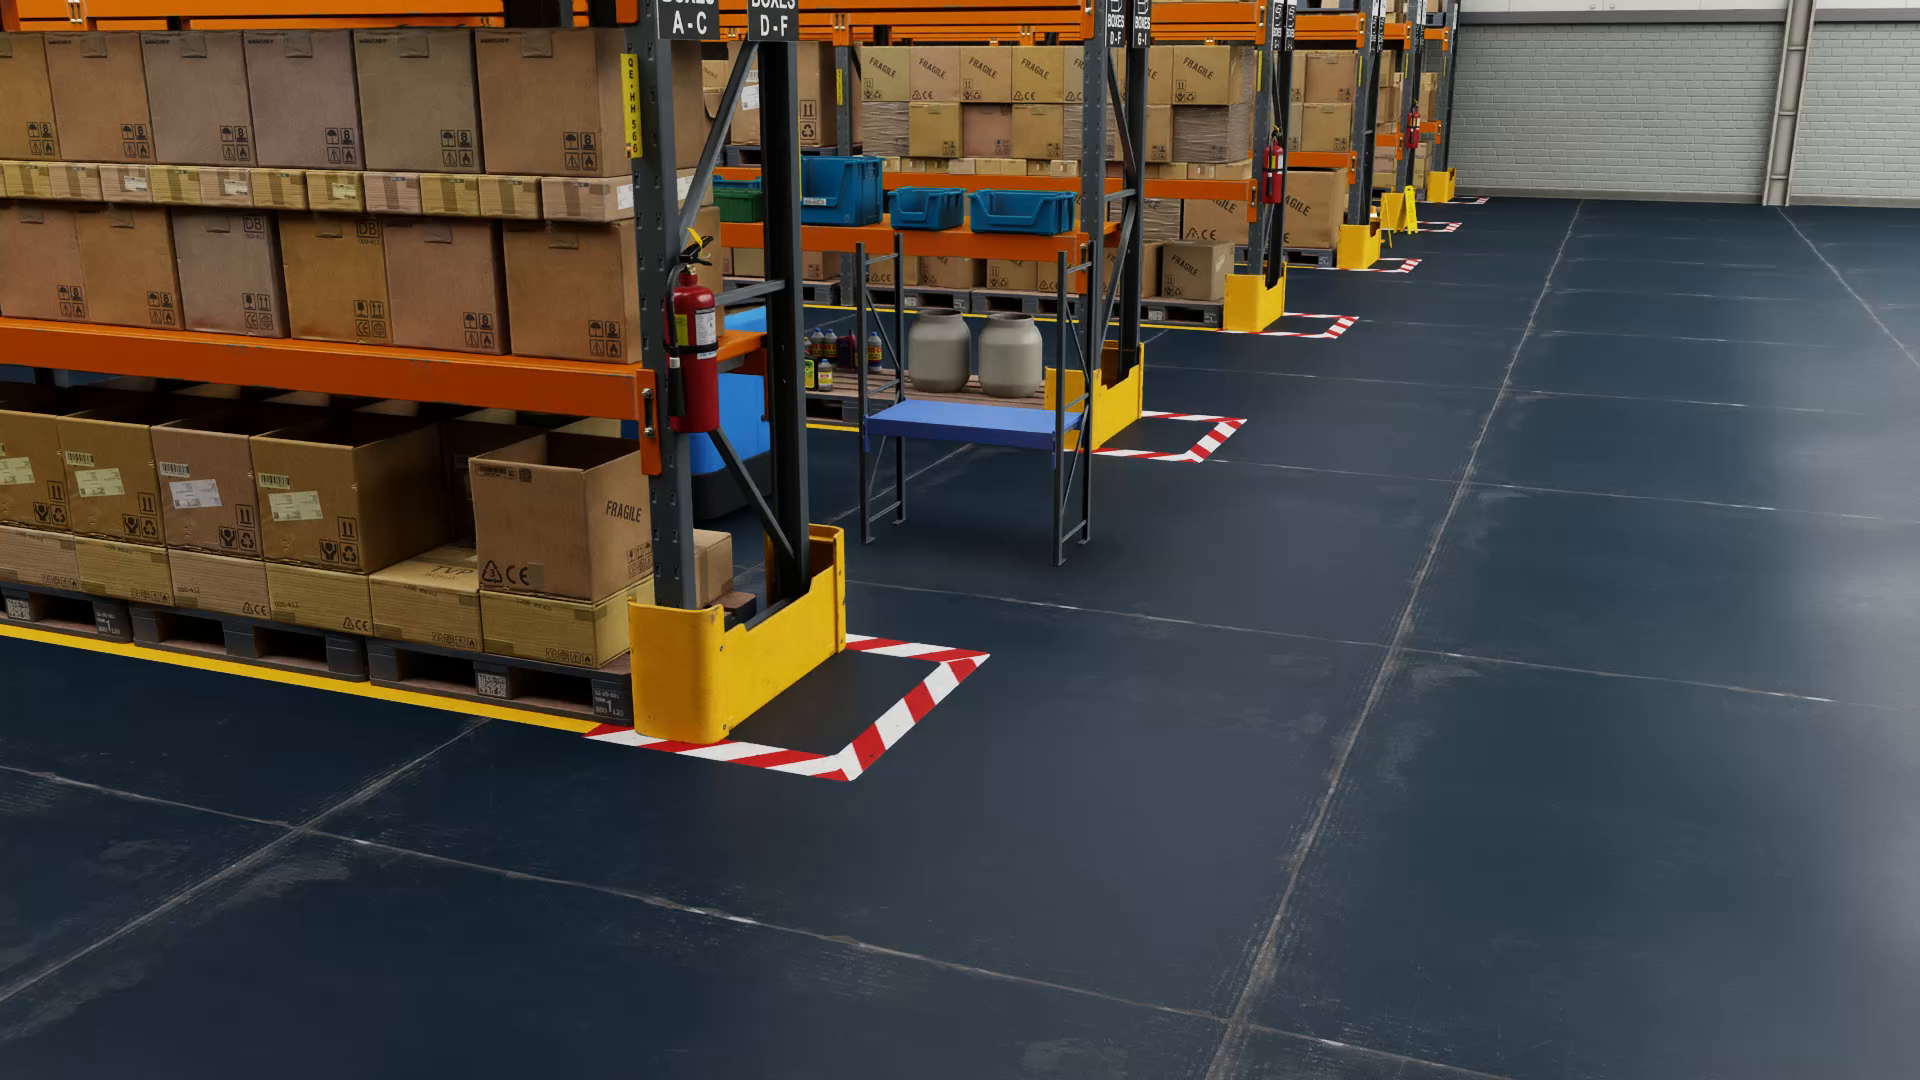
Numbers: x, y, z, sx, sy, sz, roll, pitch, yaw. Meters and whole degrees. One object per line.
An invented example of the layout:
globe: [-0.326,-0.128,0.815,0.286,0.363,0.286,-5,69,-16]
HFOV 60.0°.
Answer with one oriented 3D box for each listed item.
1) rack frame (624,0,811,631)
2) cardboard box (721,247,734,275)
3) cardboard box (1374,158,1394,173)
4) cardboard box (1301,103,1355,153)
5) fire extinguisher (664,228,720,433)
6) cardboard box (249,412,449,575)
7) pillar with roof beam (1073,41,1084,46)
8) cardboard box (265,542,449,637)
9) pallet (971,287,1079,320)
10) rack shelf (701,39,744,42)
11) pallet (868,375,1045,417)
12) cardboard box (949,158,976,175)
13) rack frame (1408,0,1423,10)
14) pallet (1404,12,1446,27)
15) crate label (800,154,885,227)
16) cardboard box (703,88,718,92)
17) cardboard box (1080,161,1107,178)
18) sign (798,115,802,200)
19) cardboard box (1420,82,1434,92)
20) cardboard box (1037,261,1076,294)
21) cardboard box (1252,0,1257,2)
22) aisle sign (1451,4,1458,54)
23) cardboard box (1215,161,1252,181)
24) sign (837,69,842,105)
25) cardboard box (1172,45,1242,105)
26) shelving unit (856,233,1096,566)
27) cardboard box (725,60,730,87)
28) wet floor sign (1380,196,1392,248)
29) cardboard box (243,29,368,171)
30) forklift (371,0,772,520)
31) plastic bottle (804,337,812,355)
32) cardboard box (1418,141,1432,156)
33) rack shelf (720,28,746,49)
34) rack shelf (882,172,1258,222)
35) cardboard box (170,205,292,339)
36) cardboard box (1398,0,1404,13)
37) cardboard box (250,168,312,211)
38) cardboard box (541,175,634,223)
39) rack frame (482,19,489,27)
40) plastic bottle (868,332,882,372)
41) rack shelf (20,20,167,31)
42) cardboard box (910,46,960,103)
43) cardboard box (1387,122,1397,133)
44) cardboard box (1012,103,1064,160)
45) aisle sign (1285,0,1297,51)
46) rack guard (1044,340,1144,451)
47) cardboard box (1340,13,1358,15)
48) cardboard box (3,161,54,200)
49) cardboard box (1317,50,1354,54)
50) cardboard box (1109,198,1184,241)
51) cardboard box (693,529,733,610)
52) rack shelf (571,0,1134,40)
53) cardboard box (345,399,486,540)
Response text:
rack frame: [-0.851,-0.877,6.070,0.127,3.000,1.000,6,17,21]
cardboard box: [-2.454,-3.045,17.233,0.500,0.500,0.700,5,17,16]
cardboard box: [7.211,-6.448,28.542,0.500,0.250,0.500,6,17,20]
cardboard box: [4.339,-4.820,19.384,0.550,0.550,0.875,6,17,21]
fire extinguisher: [-0.912,-0.708,5.625,0.183,0.674,0.296,6,17,21]
cardboard box: [-2.395,-0.195,6.553,0.500,0.500,0.500,6,17,21]
pillar with roof beam: [0.763,-9.987,26.690,0.400,9.000,9.100,6,17,21]
cardboard box: [-2.394,0.165,6.660,0.500,0.250,0.500,6,17,21]
pallet: [0.843,-2.332,16.084,1.213,0.211,1.003,6,17,21]
rack shelf: [-4.782,-9.831,32.823,4.000,0.370,1.077,6,17,21]
pallet: [0.128,-0.902,11.159,1.213,0.211,1.003,6,17,21]
cardboard box: [0.080,-3.528,15.652,0.250,0.149,0.380,6,17,21]
rack frame: [6.423,-8.897,22.936,0.127,3.000,1.000,6,17,21]
pallet: [7.593,-8.781,28.074,1.213,0.211,1.003,6,17,21]
crate label: [-0.842,-2.297,10.896,0.616,0.435,0.502,6,17,21]
cardboard box: [-3.365,-5.839,21.790,0.250,0.149,0.380,6,17,18]
cardboard box: [1.278,-3.425,15.296,0.250,0.149,0.380,6,17,21]
sign: [-0.642,-1.474,6.432,0.005,0.325,0.100,6,17,21]
cardboard box: [7.816,-7.626,27.976,0.250,0.149,0.380,7,17,21]
cardboard box: [1.068,-2.637,15.862,0.500,0.500,0.500,8,18,26]
cardboard box: [2.434,-4.931,14.922,0.500,0.250,0.500,7,18,22]
aisle sign: [8.195,-8.470,27.560,0.004,0.787,0.394,6,17,21]
cardboard box: [2.446,-3.301,14.870,0.250,0.149,0.380,6,17,21]
sign: [-1.134,-4.267,15.670,0.005,0.325,0.100,6,17,21]
cardboard box: [2.185,-4.109,14.697,0.500,0.500,0.500,6,17,21]
shelving unit: [0.079,-0.712,8.190,1.048,1.500,0.538,6,17,21]
cardboard box: [-3.487,-7.556,27.102,0.500,0.500,0.500,6,17,19]
wet floor sign: [5.455,-4.102,21.401,0.232,0.644,0.267,3,17,11]
cardboard box: [-2.290,-1.709,6.428,0.500,0.500,0.700,6,17,21]
forklift: [-2.435,-1.742,9.174,3.031,2.935,1.130,7,18,24]
plastic bottle: [-1.106,-1.351,11.931,0.097,0.201,0.097,0,16,0]
cardboard box: [7.863,-6.764,28.732,0.500,0.250,0.500,6,17,20]
rack shelf: [-4.601,-6.840,22.520,4.000,0.370,1.077,6,17,21]
rack shelf: [0.927,-3.305,15.724,4.000,0.370,1.077,6,17,21]
cardboard box: [-2.722,-1.134,6.775,0.500,0.500,0.700,7,18,22]
cardboard box: [6.053,-7.648,23.749,0.500,0.250,0.500,6,17,20]
cardboard box: [-2.481,-1.359,6.385,0.250,0.149,0.380,7,18,22]
cardboard box: [-1.276,-1.226,5.930,0.250,0.149,0.380,6,17,20]
rack frame: [-4.655,-4.264,17.738,0.127,3.000,1.000,6,17,21]
plastic bottle: [-0.602,-1.329,11.731,0.097,0.271,0.097,0,16,0]
rack shelf: [-10.236,-5.973,19.534,4.000,0.370,1.077,6,17,21]
cardboard box: [-0.143,-4.364,15.573,0.500,0.500,0.500,6,17,21]
cardboard box: [6.183,-5.984,24.112,0.250,0.149,0.380,6,17,21]
cardboard box: [0.866,-3.837,15.552,0.500,0.500,0.875,6,17,21]
aisle sign: [2.955,-4.766,14.803,0.004,0.787,0.394,6,17,21]
rack guard: [0.882,-0.957,10.827,0.348,0.500,1.175,6,17,21]
cardboard box: [5.511,-7.353,23.447,0.250,0.149,0.380,7,18,22]
cardboard box: [-3.674,-1.490,6.839,0.250,0.149,0.380,6,17,20]
cardboard box: [5.400,-6.737,23.748,0.500,0.500,0.700,6,17,21]
cardboard box: [2.379,-4.139,20.363,0.875,0.875,0.875,6,17,21]
cardboard box: [-1.268,0.129,6.783,0.500,0.250,0.500,6,17,21]
rack shelf: [-0.891,-3.461,10.881,4.000,0.370,1.077,6,17,21]
cardboard box: [-2.204,-0.330,7.017,0.500,0.500,0.500,6,17,21]
